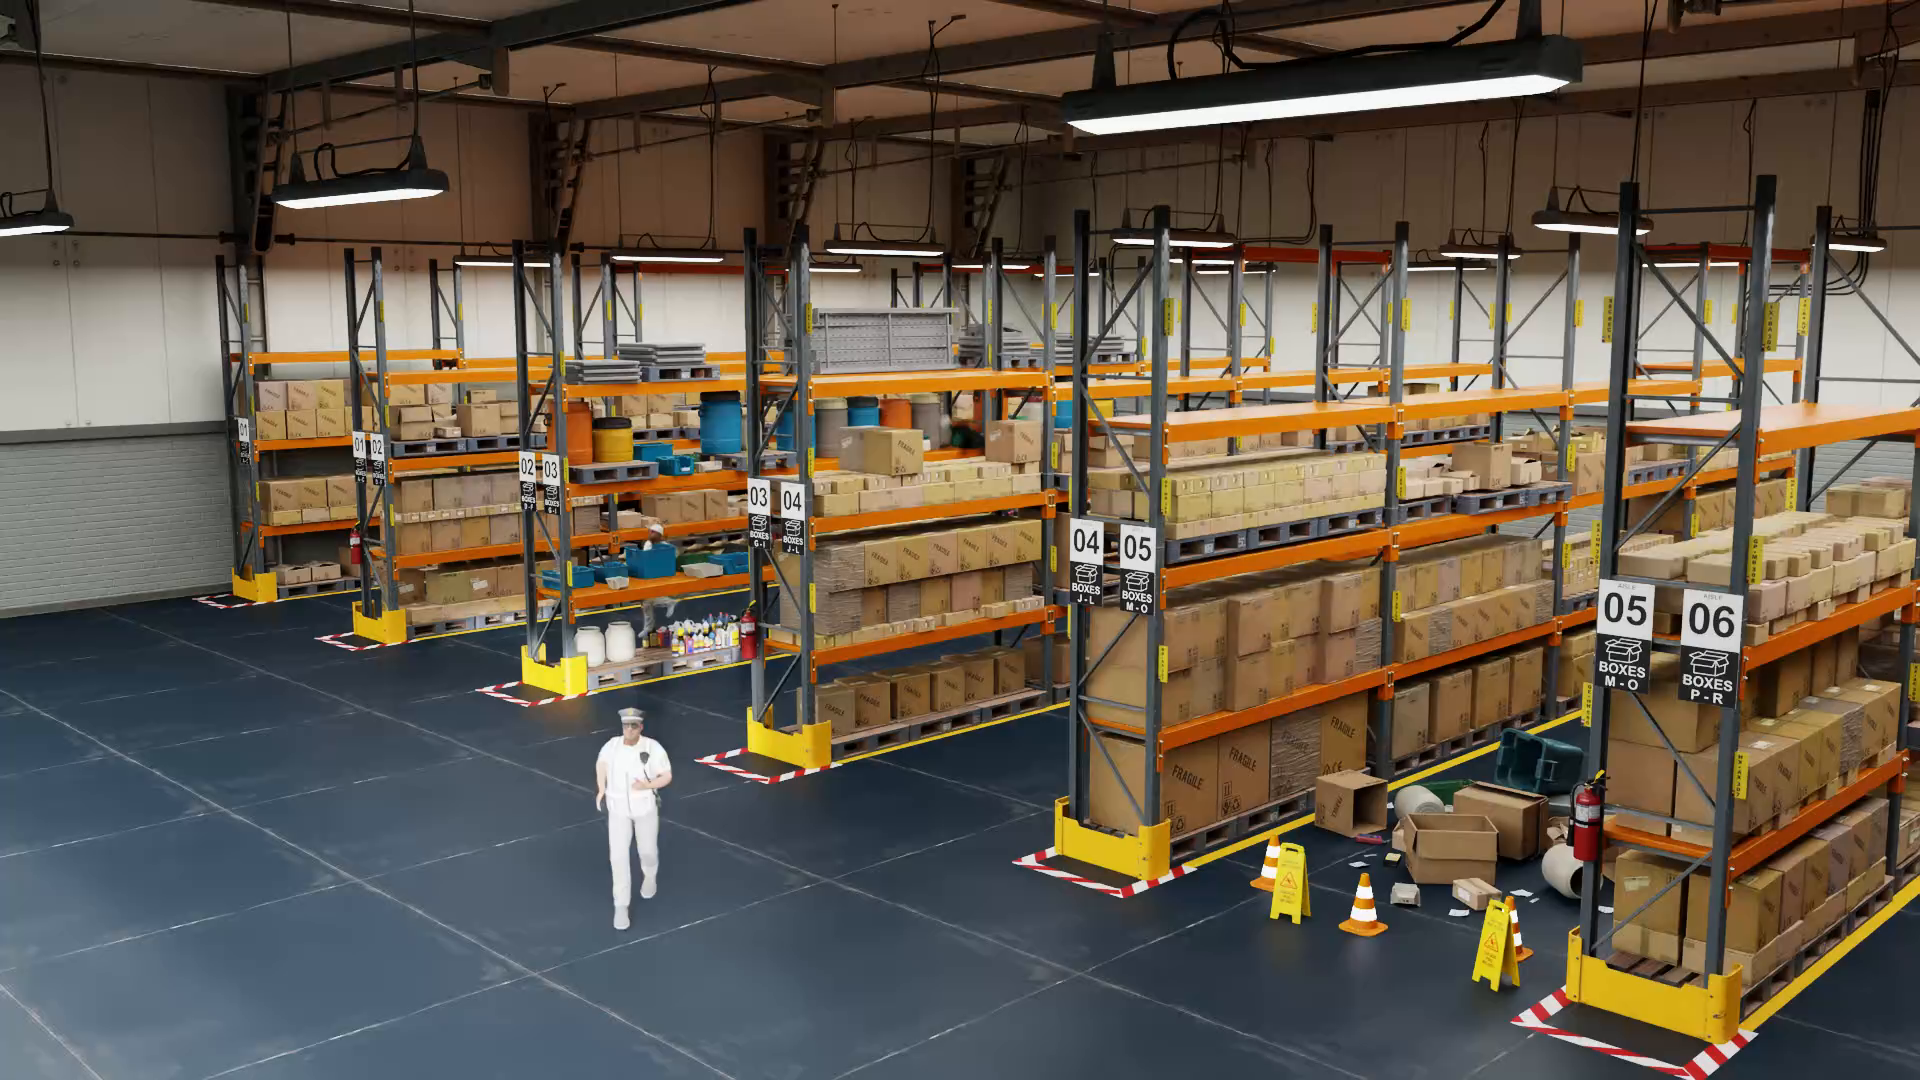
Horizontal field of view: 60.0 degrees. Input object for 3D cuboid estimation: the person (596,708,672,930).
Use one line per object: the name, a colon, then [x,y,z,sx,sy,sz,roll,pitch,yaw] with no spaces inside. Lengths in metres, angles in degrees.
person: [-2.766,2.281,14.074,0.666,1.779,0.930,-1,8,-4]

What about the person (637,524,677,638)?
person: [-4.713,0.615,25.903,0.676,1.734,0.840,8,11,44]
